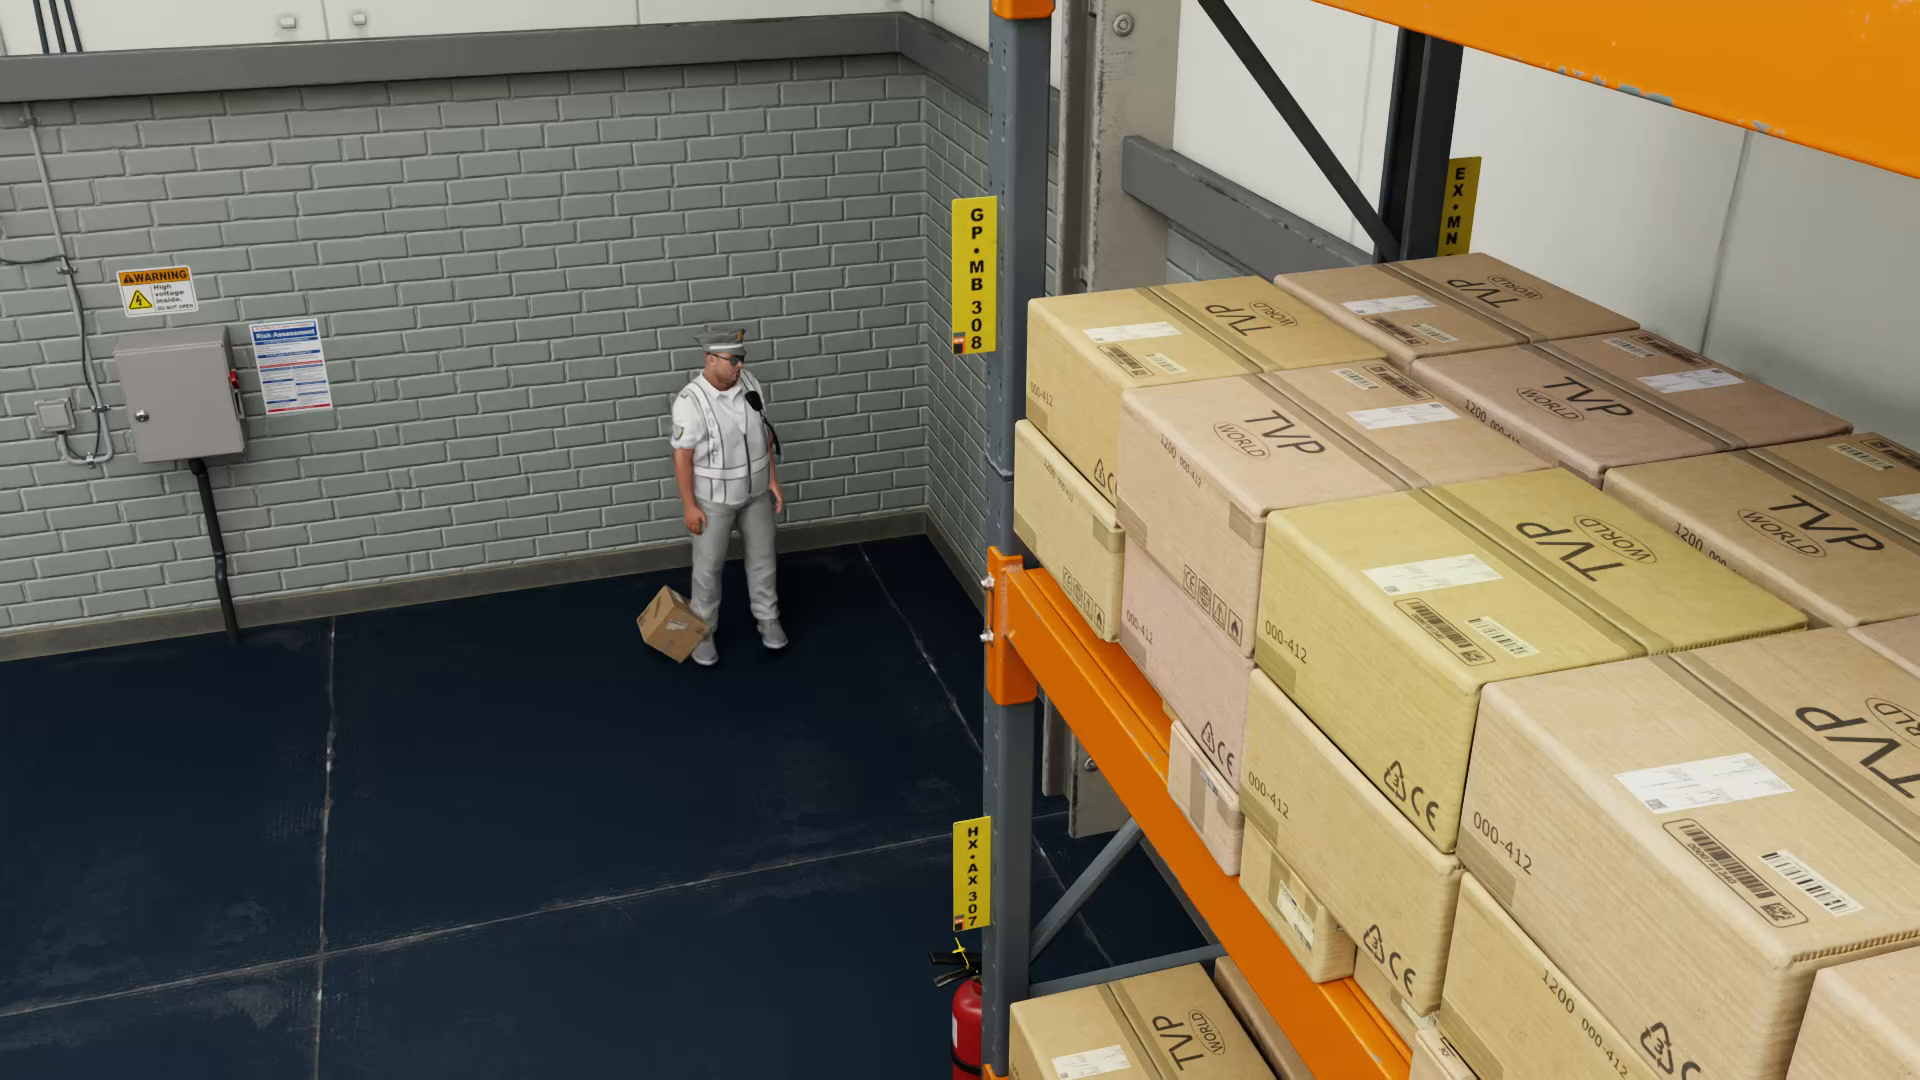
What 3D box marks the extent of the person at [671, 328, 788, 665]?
[{"bbox_3d":[-1.181,-0.231,8.510,0.572,1.769,0.499,-21,33,-36],"label":"person"}]
